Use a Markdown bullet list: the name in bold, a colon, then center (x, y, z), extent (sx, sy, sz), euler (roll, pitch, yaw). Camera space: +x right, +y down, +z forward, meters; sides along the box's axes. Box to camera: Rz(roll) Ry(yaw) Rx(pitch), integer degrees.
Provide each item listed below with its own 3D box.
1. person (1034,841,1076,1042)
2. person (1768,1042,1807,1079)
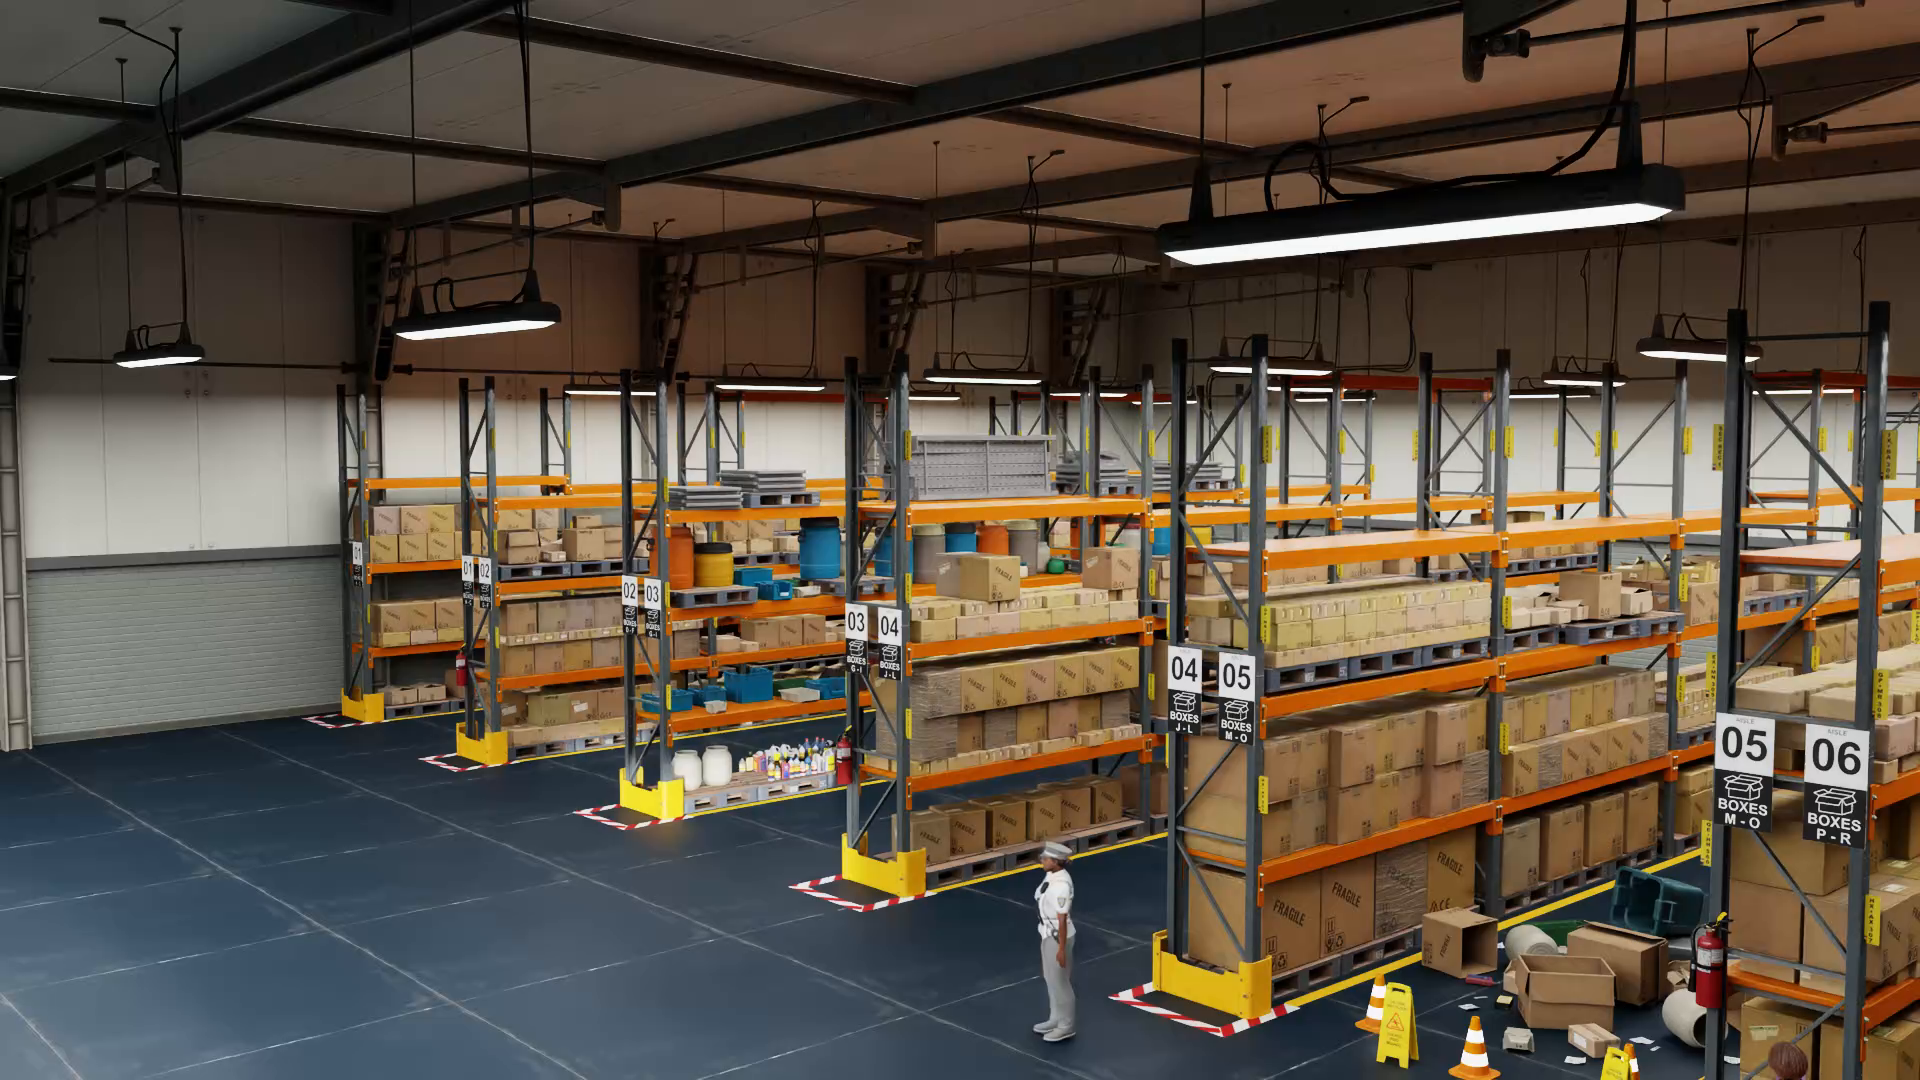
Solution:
- **person**: center (0.803, 3.389, 14.126), extent (0.350, 1.686, 0.524), euler (0, 4, -6)
- **person**: center (4.826, 3.719, 9.857), extent (0.353, 1.600, 0.517), euler (2, 4, 24)
